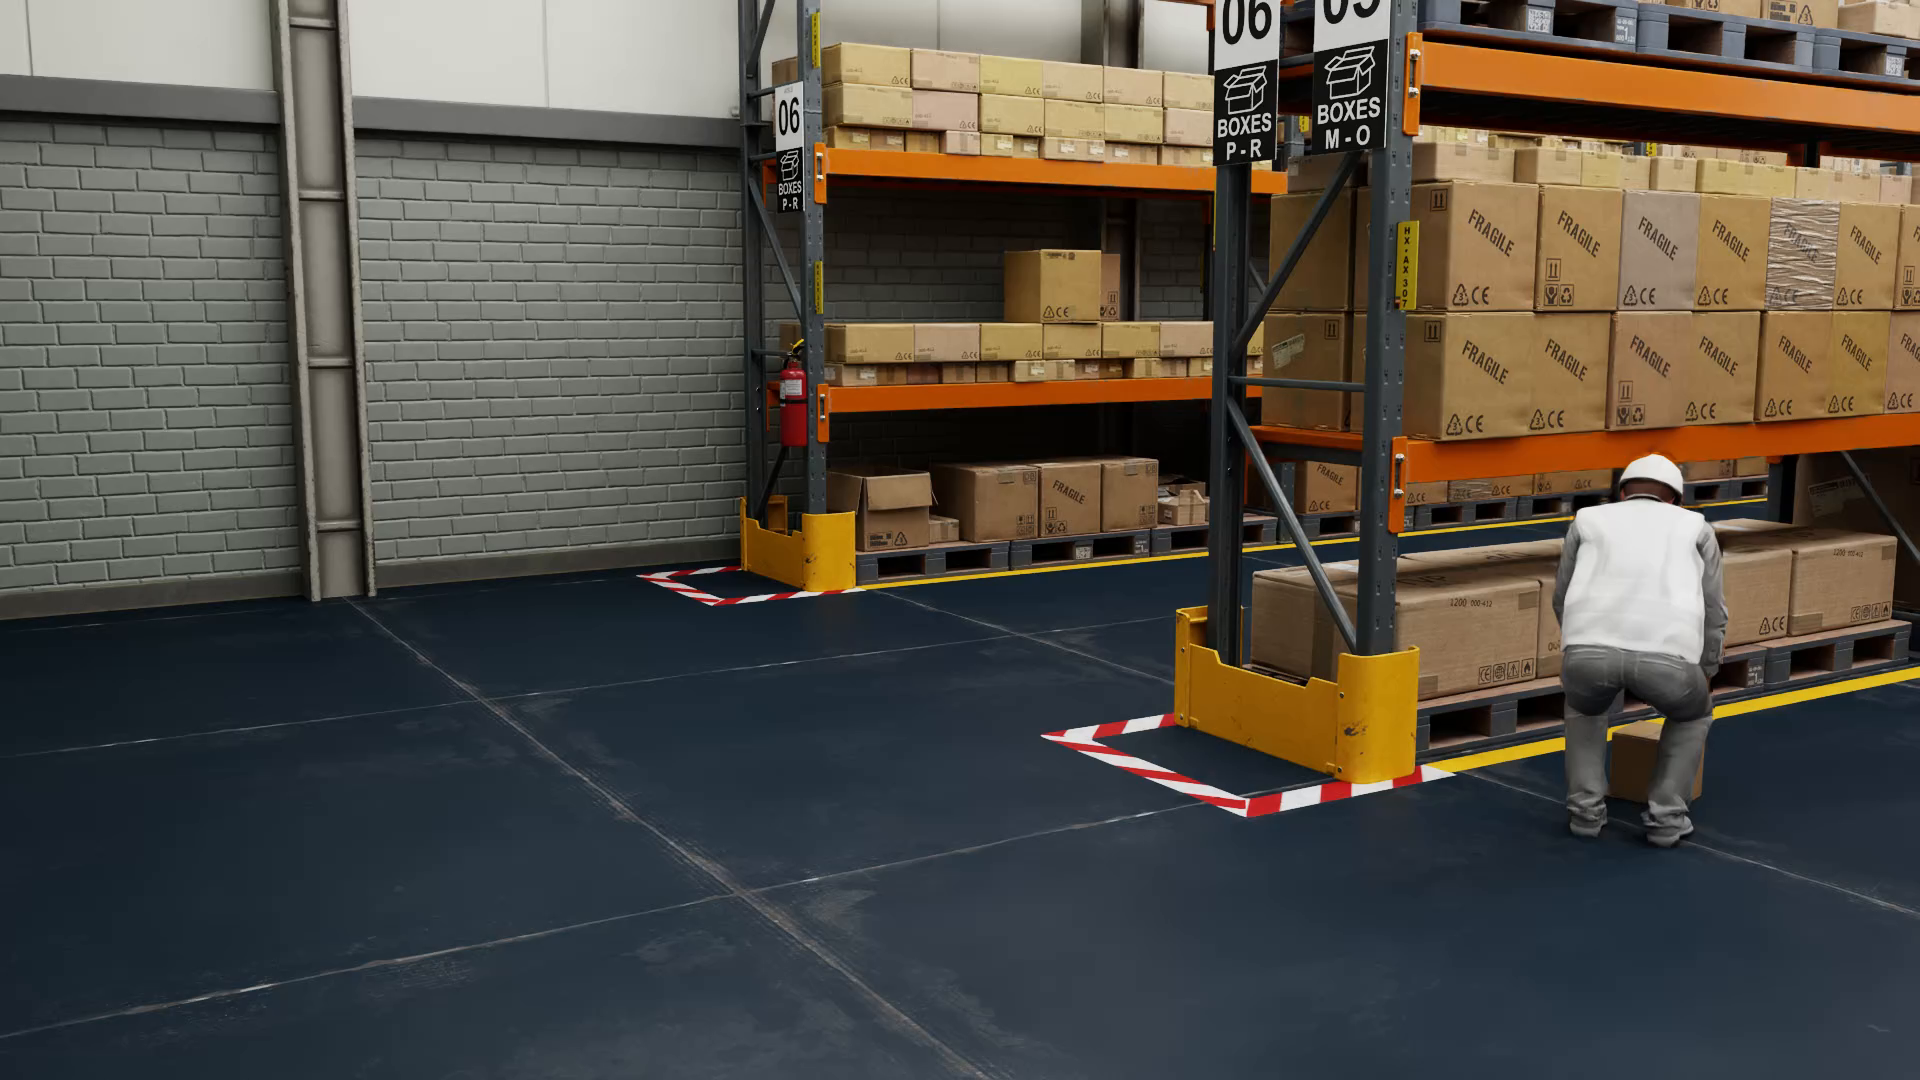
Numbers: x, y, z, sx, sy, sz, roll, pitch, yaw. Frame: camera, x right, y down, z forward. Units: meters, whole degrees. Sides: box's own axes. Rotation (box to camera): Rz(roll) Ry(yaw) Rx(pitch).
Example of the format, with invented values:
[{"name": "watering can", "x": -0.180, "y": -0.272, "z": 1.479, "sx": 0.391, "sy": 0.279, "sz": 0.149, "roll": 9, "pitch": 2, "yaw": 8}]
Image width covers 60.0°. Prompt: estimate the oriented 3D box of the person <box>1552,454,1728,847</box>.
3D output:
[{"name": "person", "x": 2.343, "y": 0.371, "z": 5.817, "sx": 0.585, "sy": 1.299, "sz": 0.824, "roll": 5, "pitch": 10, "yaw": 32}]
